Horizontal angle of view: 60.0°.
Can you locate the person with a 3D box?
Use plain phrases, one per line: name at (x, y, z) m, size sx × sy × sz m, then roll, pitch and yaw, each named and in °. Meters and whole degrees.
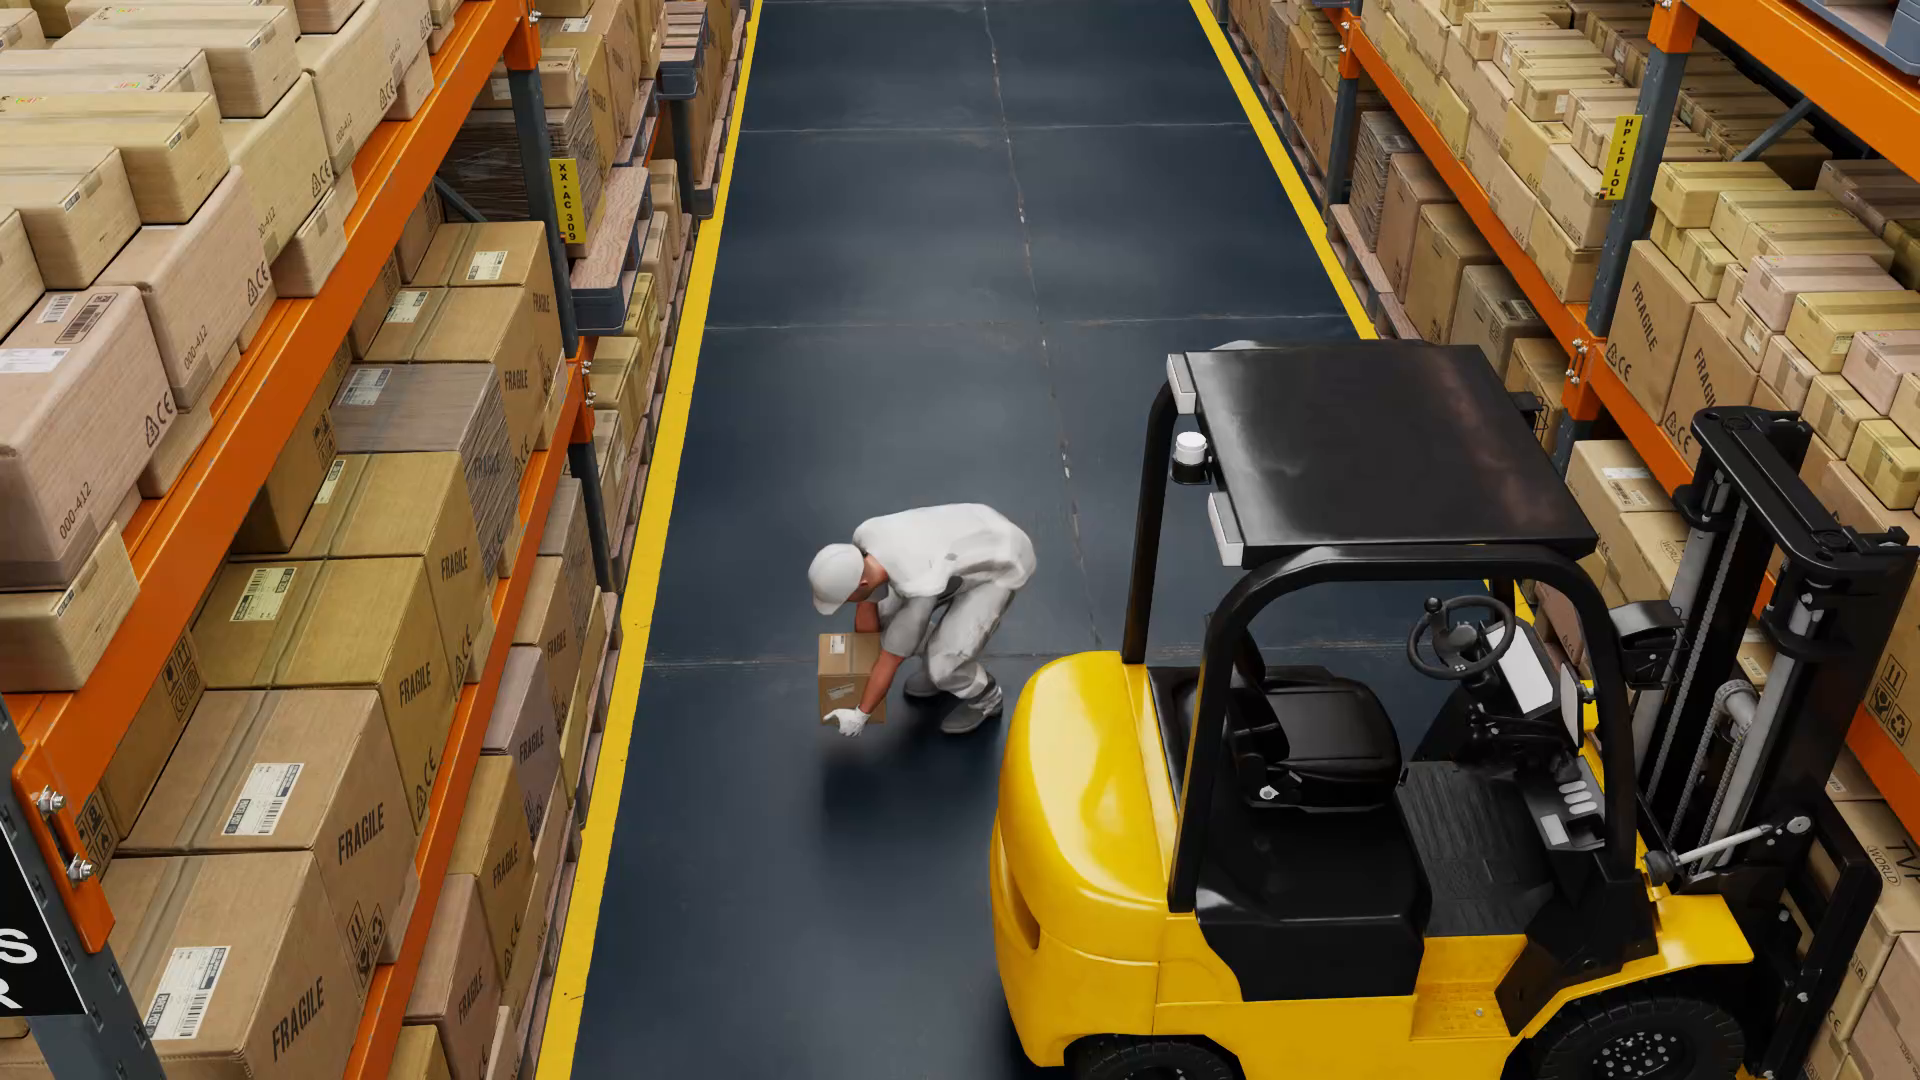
person at (-0.152, 0.308, 6.393) m, size 0.947 × 0.978 × 0.534 m, roll -21°, pitch 40°, yaw -27°
